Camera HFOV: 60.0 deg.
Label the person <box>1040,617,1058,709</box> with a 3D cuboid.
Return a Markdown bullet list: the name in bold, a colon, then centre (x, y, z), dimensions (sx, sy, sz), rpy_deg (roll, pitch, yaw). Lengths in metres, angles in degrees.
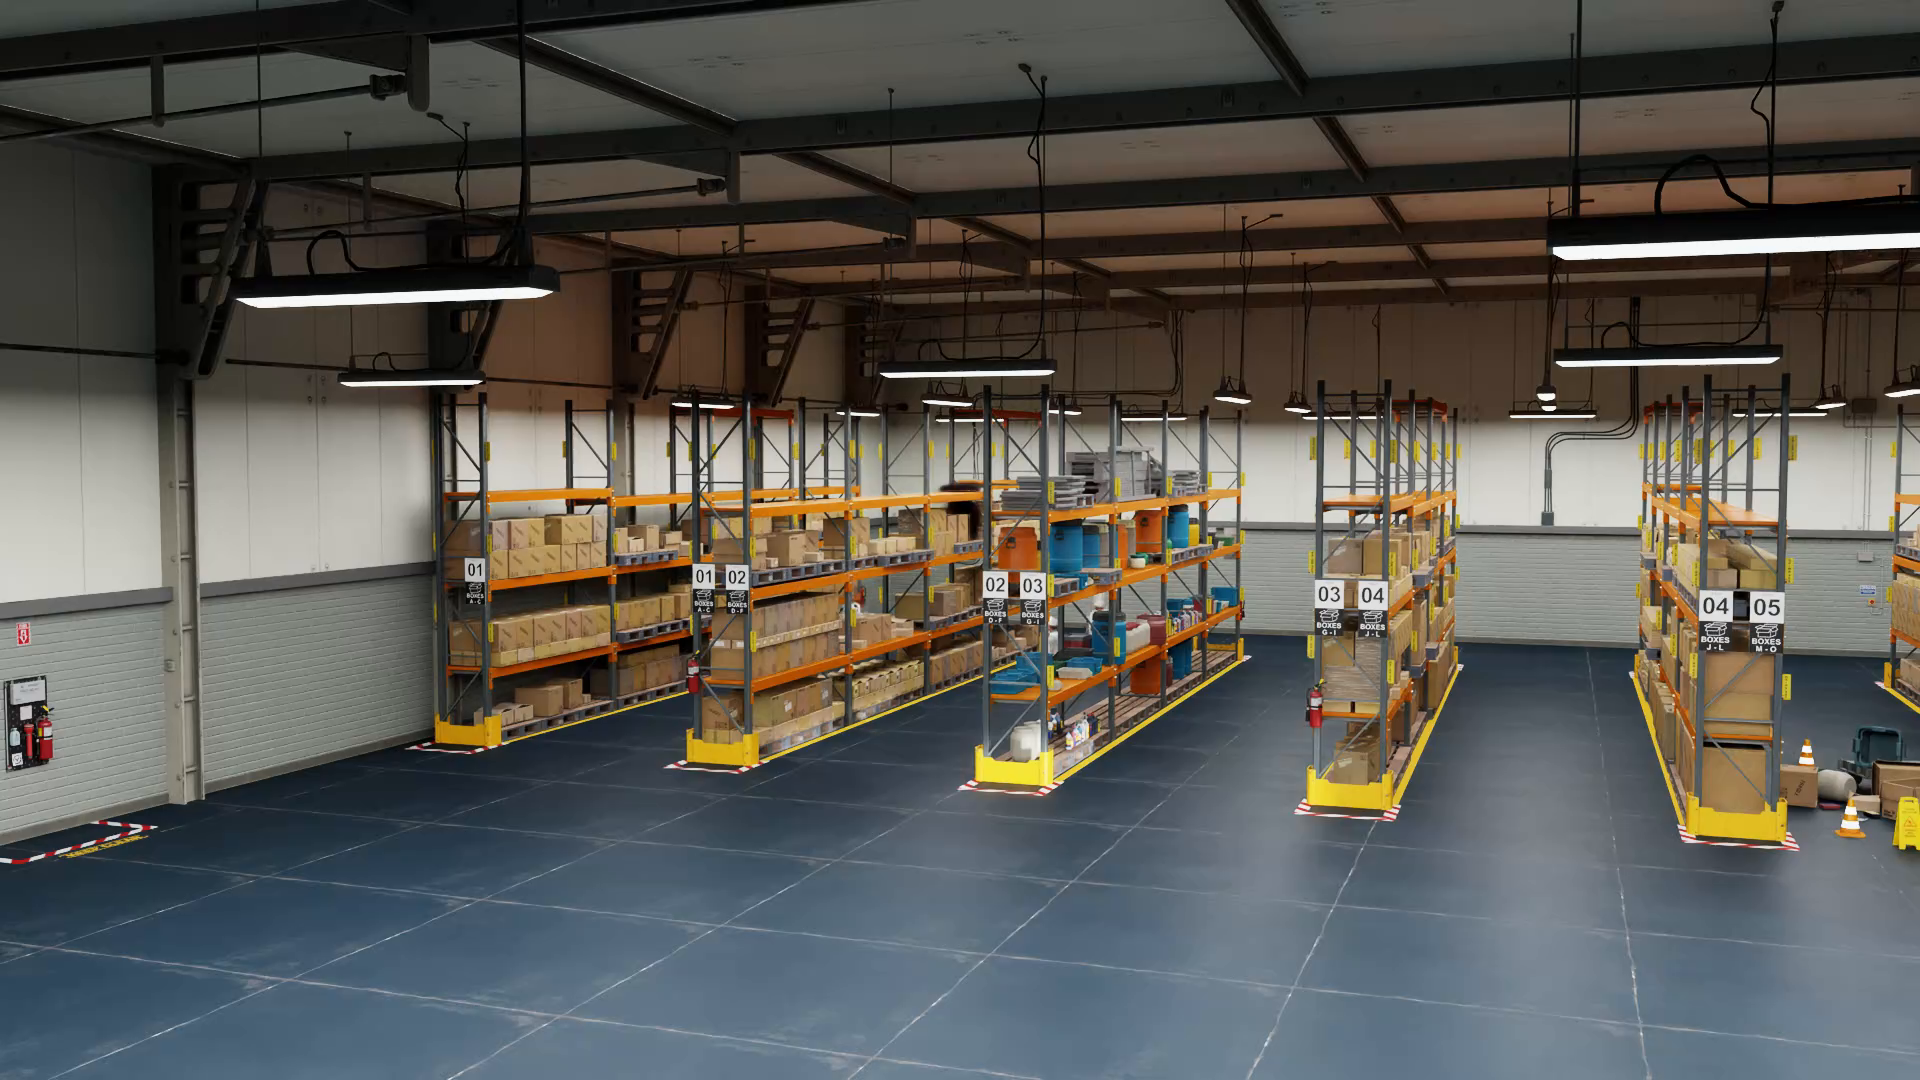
- **person**: centre (1.763, 2.381, 32.378), dimensions (0.424, 1.776, 0.581), rpy_deg (1, 3, 14)

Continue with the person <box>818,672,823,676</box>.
- **person**: centre (-3.086, 2.137, 36.116), dimensions (0.501, 1.780, 0.555), rpy_deg (-2, 4, -32)

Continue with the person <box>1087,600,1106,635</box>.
- **person**: centre (2.915, 2.156, 36.082), dimensions (0.483, 1.750, 0.698), rpy_deg (0, 3, -6)

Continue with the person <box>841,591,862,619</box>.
- **person**: centre (-2.596, 2.041, 40.115), dimensions (0.566, 1.638, 0.975), rpy_deg (1, 3, 13)
